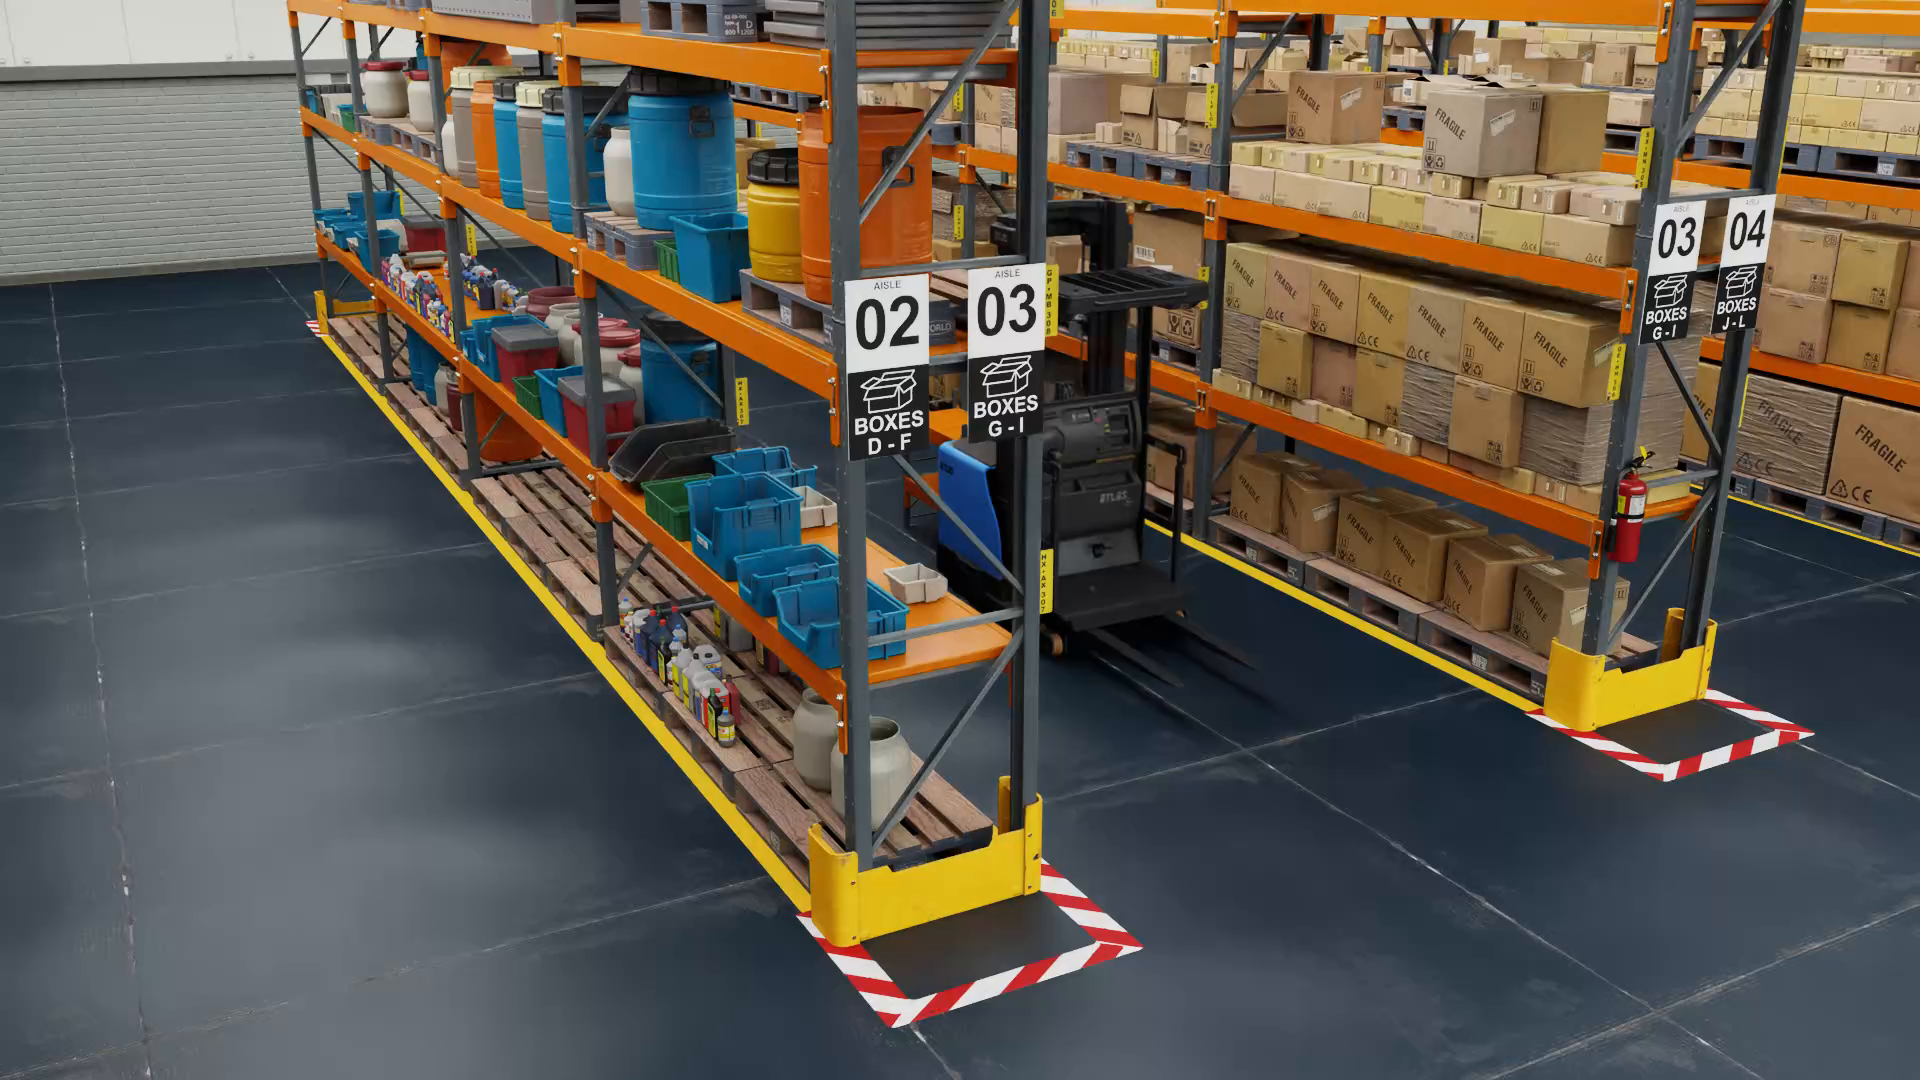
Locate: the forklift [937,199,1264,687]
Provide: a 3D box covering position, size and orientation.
[{"bbox_3d":[0.946,-0.754,11.322,1.130,2.935,3.031,-10,21,-26],"label":"forklift"}]

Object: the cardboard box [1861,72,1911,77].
[{"bbox_3d":[7.726,-3.813,13.849,0.380,0.149,0.250,-10,21,-26],"label":"cardboard box"}]

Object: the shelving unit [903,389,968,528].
[{"bbox_3d":[-0.003,-0.534,13.454,0.538,1.125,1.048,-10,21,-27],"label":"shelving unit"}]

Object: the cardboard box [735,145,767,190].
[{"bbox_3d":[-2.843,-4.896,21.845,0.500,0.500,0.500,-11,22,-28],"label":"cardboard box"}]

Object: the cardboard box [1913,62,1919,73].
[{"bbox_3d":[13.185,-6.551,23.038,0.380,0.149,0.250,-9,21,-26],"label":"cardboard box"}]

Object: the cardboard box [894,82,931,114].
[{"bbox_3d":[-0.363,-4.708,17.280,0.500,0.500,0.500,-9,21,-24],"label":"cardboard box"}]

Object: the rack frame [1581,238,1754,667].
[{"bbox_3d":[4.276,-0.349,10.045,1.000,3.000,0.127,-10,21,-27],"label":"rack frame"}]

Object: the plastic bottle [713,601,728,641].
[{"bbox_3d":[-1.550,0.476,11.039,0.144,0.351,0.185,-10,21,-27],"label":"plastic bottle"}]

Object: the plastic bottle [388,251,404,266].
[{"bbox_3d":[-5.880,-2.841,17.341,0.144,0.351,0.185,-10,21,-27],"label":"plastic bottle"}]

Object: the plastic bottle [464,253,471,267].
[{"bbox_3d":[-5.057,-2.791,17.195,0.144,0.351,0.185,-10,21,-27],"label":"plastic bottle"}]

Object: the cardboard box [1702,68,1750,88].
[{"bbox_3d":[6.663,-4.002,14.397,0.380,0.149,0.250,-10,21,-26],"label":"cardboard box"}]

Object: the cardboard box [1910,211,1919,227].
[{"bbox_3d":[10.677,-3.516,17.970,0.500,0.500,0.500,-10,22,-28],"label":"cardboard box"}]

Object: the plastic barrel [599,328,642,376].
[{"bbox_3d":[-2.592,-1.314,12.632,0.433,0.535,0.433,0,19,0],"label":"plastic barrel"}]

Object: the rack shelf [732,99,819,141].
[{"bbox_3d":[-2.372,-5.446,21.320,1.077,0.370,4.000,-10,21,-27],"label":"rack shelf"}]

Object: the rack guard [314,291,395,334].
[{"bbox_3d":[-7.704,-2.999,21.555,1.175,0.500,0.348,-10,21,-27],"label":"rack guard"}]

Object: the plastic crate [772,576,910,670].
[{"bbox_3d":[-0.584,0.391,8.128,0.499,0.251,0.616,-10,21,-27],"label":"plastic crate"}]

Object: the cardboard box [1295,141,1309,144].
[{"bbox_3d":[2.785,-2.985,12.703,0.380,0.149,0.250,-9,21,-25],"label":"cardboard box"}]

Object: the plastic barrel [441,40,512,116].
[{"bbox_3d":[-4.149,-3.862,14.323,0.600,0.830,0.708,-10,21,-27],"label":"plastic barrel"}]

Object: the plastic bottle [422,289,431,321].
[{"bbox_3d":[-4.992,-2.202,15.592,0.061,0.283,0.133,-10,21,-27],"label":"plastic bottle"}]

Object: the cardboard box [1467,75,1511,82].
[{"bbox_3d":[5.651,-4.753,17.549,0.500,0.311,0.500,-10,21,-27],"label":"cardboard box"}]

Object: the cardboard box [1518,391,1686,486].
[{"bbox_3d":[4.039,-0.699,10.450,0.875,0.500,0.500,-10,21,-27],"label":"cardboard box"}]

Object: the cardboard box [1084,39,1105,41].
[{"bbox_3d":[1.949,-7.103,23.871,0.380,0.149,0.250,-11,22,-28],"label":"cardboard box"}]

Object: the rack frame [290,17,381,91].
[{"bbox_3d":[-7.681,-7.011,20.154,1.000,3.000,0.127,-10,21,-27],"label":"rack frame"}]

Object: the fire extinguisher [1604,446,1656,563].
[{"bbox_3d":[3.925,-0.209,9.756,0.296,0.674,0.183,-10,21,-27],"label":"fire extinguisher"}]

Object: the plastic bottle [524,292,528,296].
[{"bbox_3d":[-4.046,-2.176,15.519,0.061,0.283,0.133,-10,21,-27],"label":"plastic bottle"}]

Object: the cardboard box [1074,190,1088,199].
[{"bbox_3d":[1.843,-4.898,23.613,0.380,0.149,0.250,-10,21,-26],"label":"cardboard box"}]

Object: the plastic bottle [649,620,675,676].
[{"bbox_3d":[-1.875,0.664,10.495,0.144,0.351,0.185,-11,22,-29],"label":"plastic bottle"}]

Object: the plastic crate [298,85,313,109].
[{"bbox_3d":[-7.743,-5.378,20.220,0.497,0.269,0.590,-10,21,-27],"label":"plastic crate"}]

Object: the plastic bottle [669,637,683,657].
[{"bbox_3d":[-1.772,0.738,10.403,0.097,0.271,0.097,0,19,0],"label":"plastic bottle"}]

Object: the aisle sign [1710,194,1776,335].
[{"bbox_3d":[4.569,-1.607,9.705,0.394,0.787,0.004,-10,21,-27],"label":"aisle sign"}]

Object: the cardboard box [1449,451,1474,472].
[{"bbox_3d":[3.489,-0.568,11.065,0.380,0.149,0.250,-10,21,-27],"label":"cardboard box"}]

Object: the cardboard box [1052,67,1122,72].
[{"bbox_3d":[1.177,-4.104,15.407,0.500,0.500,0.500,-10,21,-27],"label":"cardboard box"}]

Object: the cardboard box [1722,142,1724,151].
[{"bbox_3d":[11.944,-6.023,25.690,0.700,0.500,0.500,-10,21,-26],"label":"cardboard box"}]

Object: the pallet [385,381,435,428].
[{"bbox_3d":[-5.452,-1.481,17.599,1.003,0.211,1.213,-10,21,-27],"label":"pallet"}]

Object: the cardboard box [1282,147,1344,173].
[{"bbox_3d":[2.557,-2.745,12.008,0.380,0.149,0.250,-10,21,-26],"label":"cardboard box"}]

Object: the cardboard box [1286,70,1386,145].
[{"bbox_3d":[2.815,-3.250,12.478,0.500,0.500,0.500,-11,22,-28],"label":"cardboard box"}]

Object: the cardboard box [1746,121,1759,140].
[{"bbox_3d":[6.905,-3.479,14.104,0.380,0.149,0.250,-10,21,-27],"label":"cardboard box"}]

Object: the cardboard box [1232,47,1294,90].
[{"bbox_3d":[3.609,-5.735,20.252,0.797,0.503,0.637,-10,22,-27],"label":"cardboard box"}]

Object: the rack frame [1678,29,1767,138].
[{"bbox_3d":[6.790,-5.073,14.537,1.000,3.000,0.127,-10,21,-27],"label":"rack frame"}]

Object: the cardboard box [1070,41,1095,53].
[{"bbox_3d":[1.756,-6.875,23.210,0.380,0.149,0.250,-9,21,-25],"label":"cardboard box"}]

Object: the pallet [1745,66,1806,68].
[{"bbox_3d":[12.409,-6.933,24.814,1.213,0.211,1.003,-10,21,-27],"label":"pallet"}]

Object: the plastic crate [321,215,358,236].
[{"bbox_3d":[-7.541,-3.814,20.250,0.416,0.233,0.300,-10,21,-27],"label":"plastic crate"}]

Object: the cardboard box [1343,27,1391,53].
[{"bbox_3d":[6.225,-7.587,25.470,0.500,0.500,0.500,-10,21,-26],"label":"cardboard box"}]

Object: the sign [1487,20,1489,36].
[{"bbox_3d":[9.289,-8.994,29.160,0.100,0.325,0.005,-10,21,-27],"label":"sign"}]

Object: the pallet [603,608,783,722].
[{"bbox_3d":[-1.700,0.787,11.027,1.003,0.211,1.213,-10,21,-27],"label":"pallet"}]

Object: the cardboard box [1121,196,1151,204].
[{"bbox_3d":[2.512,-4.816,22.382,0.500,0.500,0.500,-10,21,-27],"label":"cardboard box"}]

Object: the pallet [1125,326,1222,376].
[{"bbox_3d":[2.142,-1.649,14.106,1.003,0.211,1.213,-10,21,-27],"label":"pallet"}]

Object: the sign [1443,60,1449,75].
[{"bbox_3d":[5.382,-5.169,18.499,0.100,0.325,0.005,-10,21,-27],"label":"sign"}]

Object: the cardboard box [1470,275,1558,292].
[{"bbox_3d":[3.785,-1.498,11.232,0.500,0.500,0.500,-10,21,-27],"label":"cardboard box"}]

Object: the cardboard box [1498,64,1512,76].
[{"bbox_3d":[7.592,-6.418,22.748,0.380,0.166,0.250,-12,22,-30],"label":"cardboard box"}]

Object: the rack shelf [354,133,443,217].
[{"bbox_3d":[-4.832,-3.531,15.769,1.077,0.370,4.000,-10,21,-27],"label":"rack shelf"}]

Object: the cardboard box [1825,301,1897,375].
[{"bbox_3d":[7.749,-1.740,13.844,0.875,0.550,0.500,-10,21,-27],"label":"cardboard box"}]

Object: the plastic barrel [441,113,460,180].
[{"bbox_3d":[-4.004,-3.213,13.574,0.421,0.512,0.421,0,19,0],"label":"plastic barrel"}]

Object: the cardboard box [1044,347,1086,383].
[{"bbox_3d":[1.082,-1.688,15.934,0.500,0.250,0.500,-7,20,-21],"label":"cardboard box"}]
